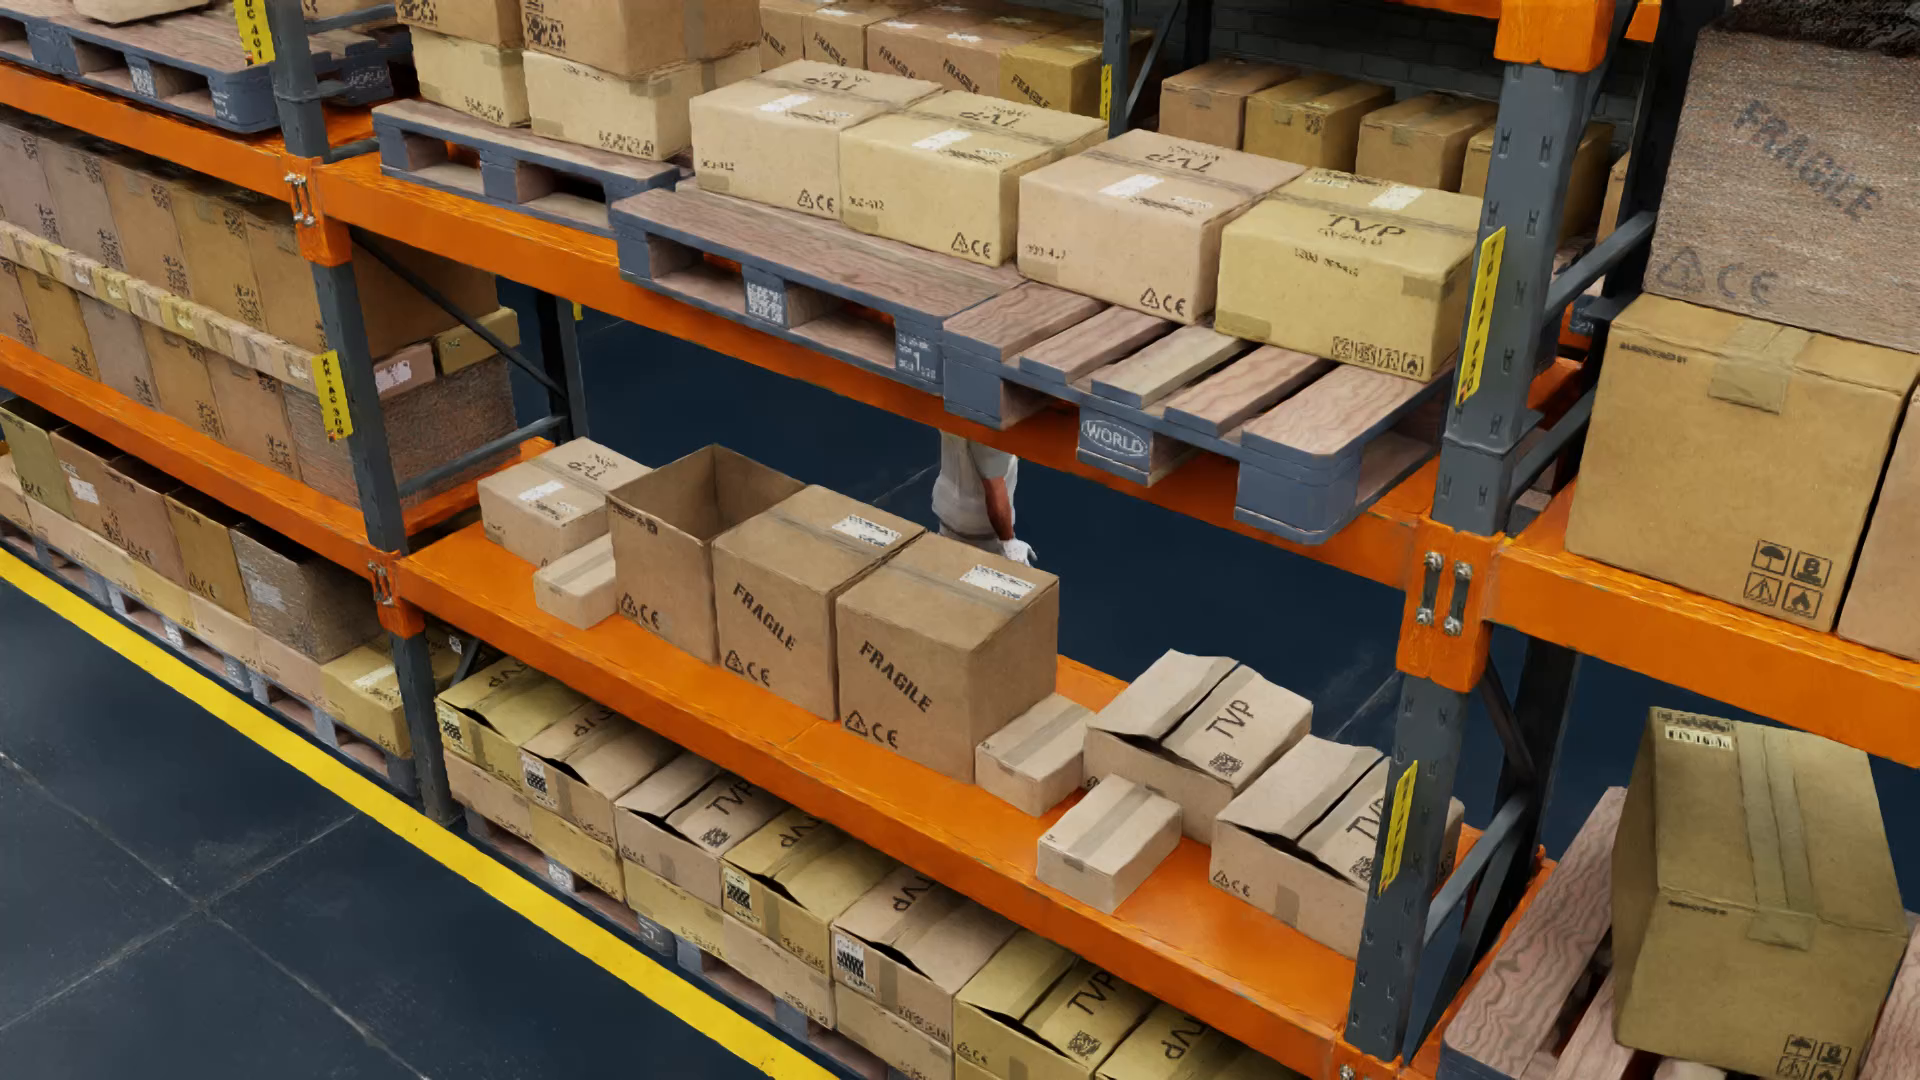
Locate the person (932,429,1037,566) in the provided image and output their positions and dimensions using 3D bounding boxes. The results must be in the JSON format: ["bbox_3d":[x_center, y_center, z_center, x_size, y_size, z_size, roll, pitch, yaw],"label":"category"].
[{"bbox_3d":[0.141,-0.089,7.208,0.569,1.786,0.663,-16,34,-25],"label":"person"}]
